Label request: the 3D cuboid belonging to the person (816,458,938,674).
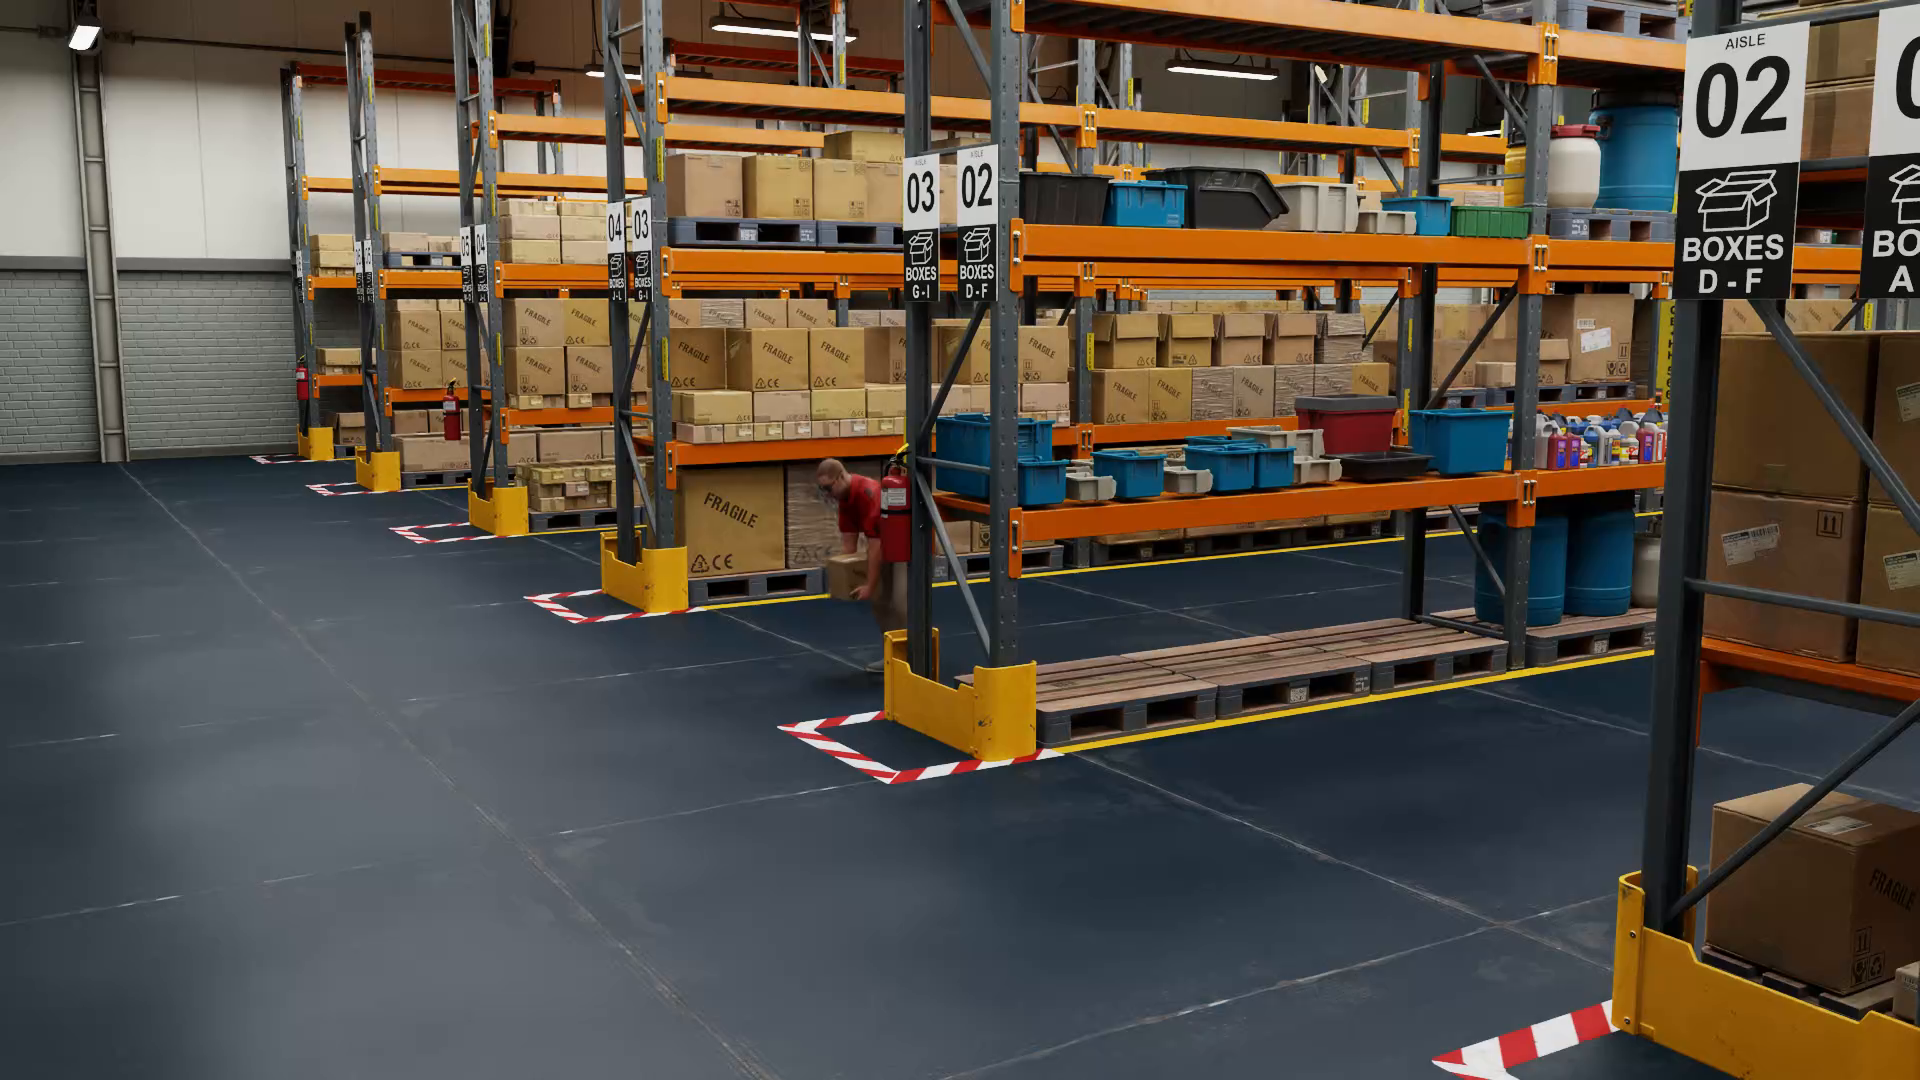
[{"bbox_3d":[-0.544,0.180,10.652,0.833,1.443,0.475,-5,10,-32],"label":"person"}]
